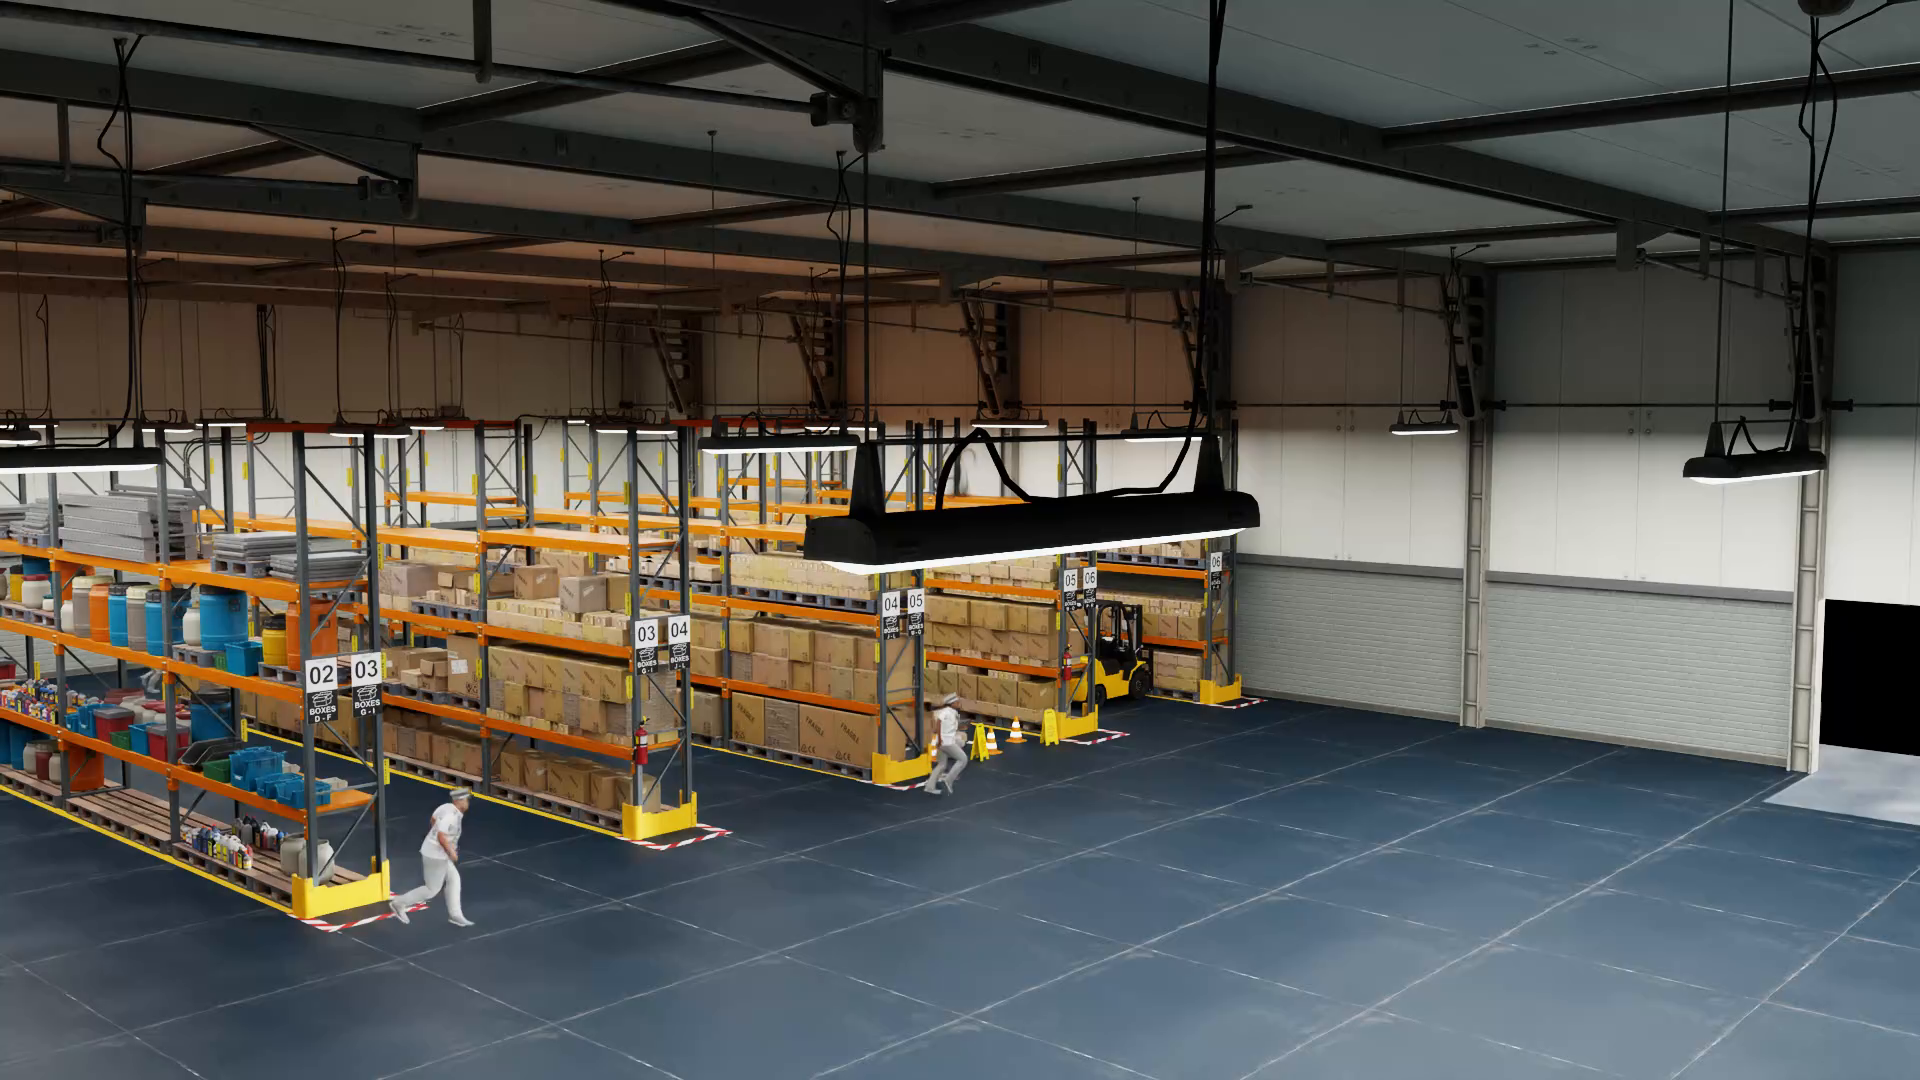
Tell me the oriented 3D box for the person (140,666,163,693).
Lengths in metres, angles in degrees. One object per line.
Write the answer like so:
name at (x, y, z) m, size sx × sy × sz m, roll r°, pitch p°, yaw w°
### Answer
person at (-17.698, 2.543, 36.387) m, size 0.515 × 1.635 × 0.618 m, roll -1°, pitch 5°, yaw -15°

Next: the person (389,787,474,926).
person at (-6.397, 3.875, 20.085) m, size 0.990 × 1.724 × 0.685 m, roll -2°, pitch 5°, yaw -25°

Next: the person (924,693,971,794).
person at (-0.201, 3.291, 26.851) m, size 0.781 × 1.653 × 0.607 m, roll -1°, pitch 5°, yaw -10°
